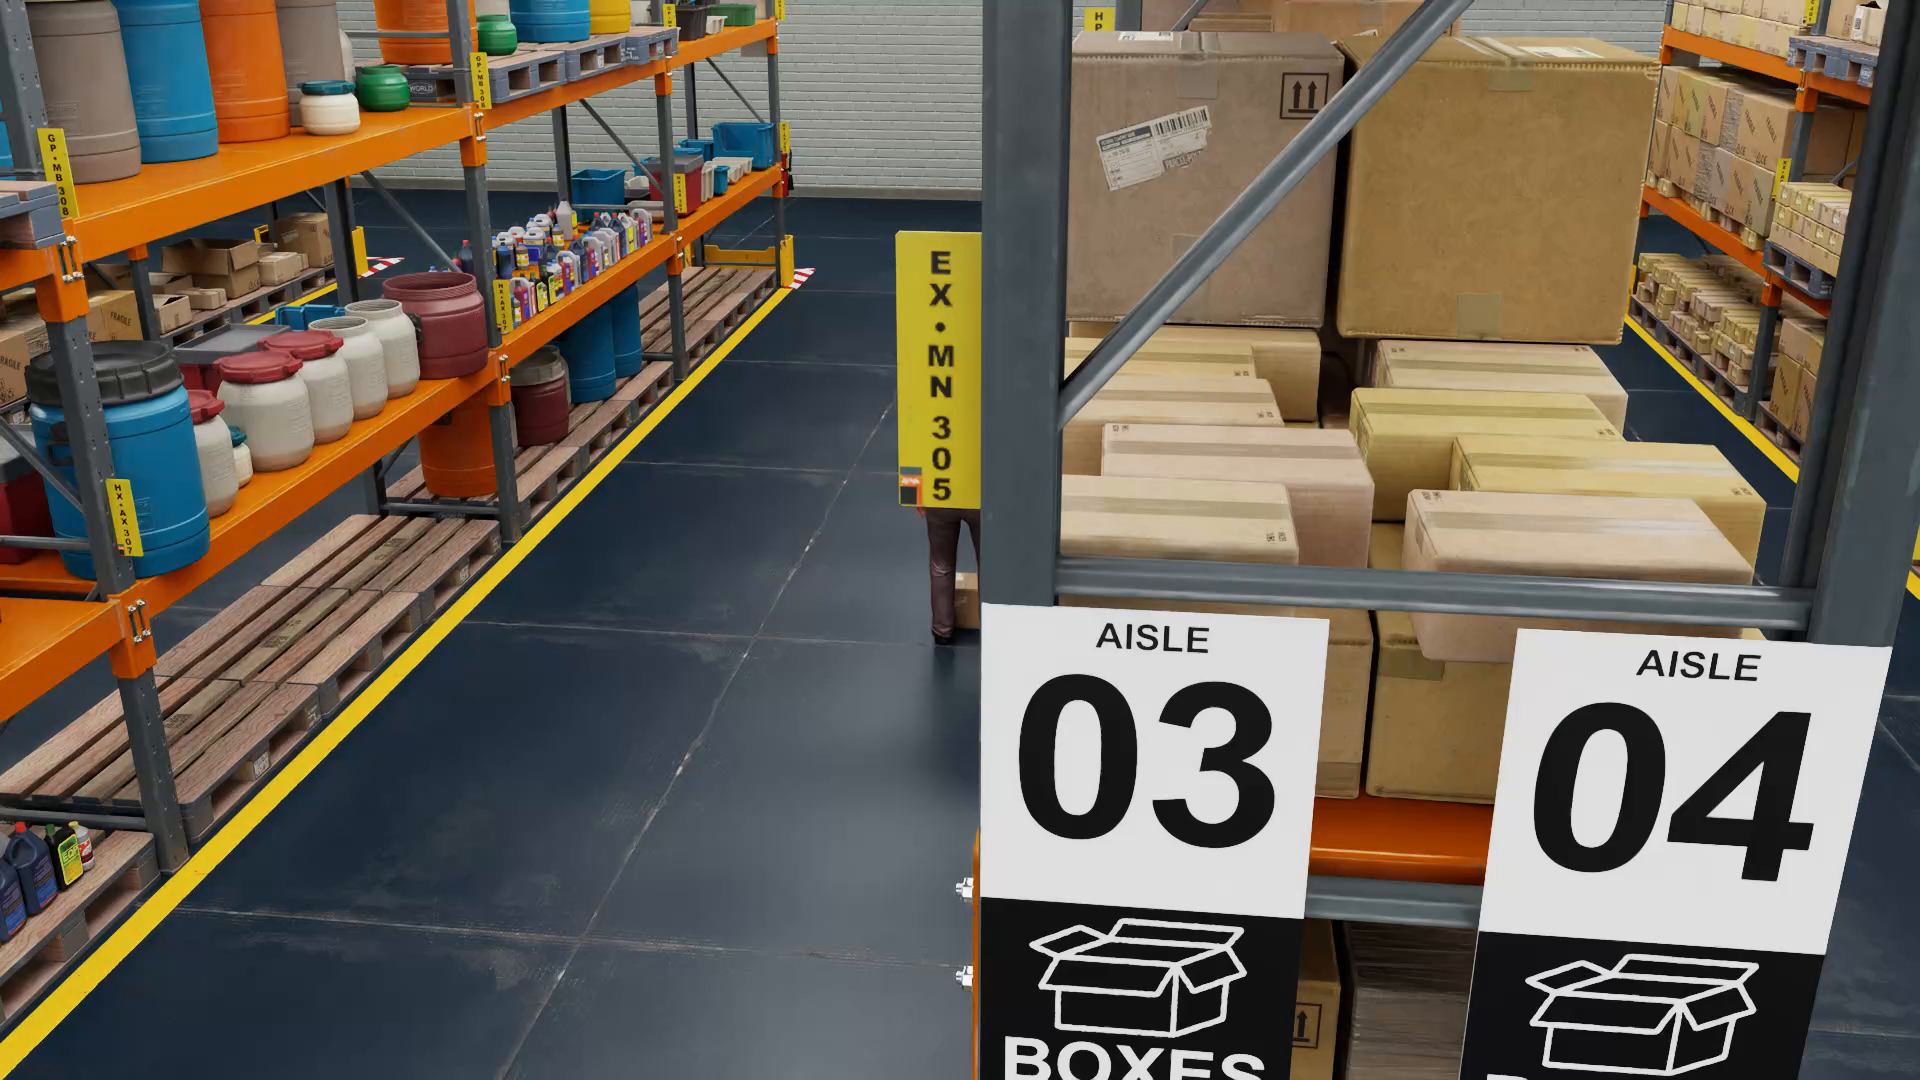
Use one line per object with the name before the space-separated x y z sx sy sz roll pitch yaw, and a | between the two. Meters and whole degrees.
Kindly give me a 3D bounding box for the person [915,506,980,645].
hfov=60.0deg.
person | 0.016 -0.229 9.214 0.578 1.719 0.425 2 21 4
